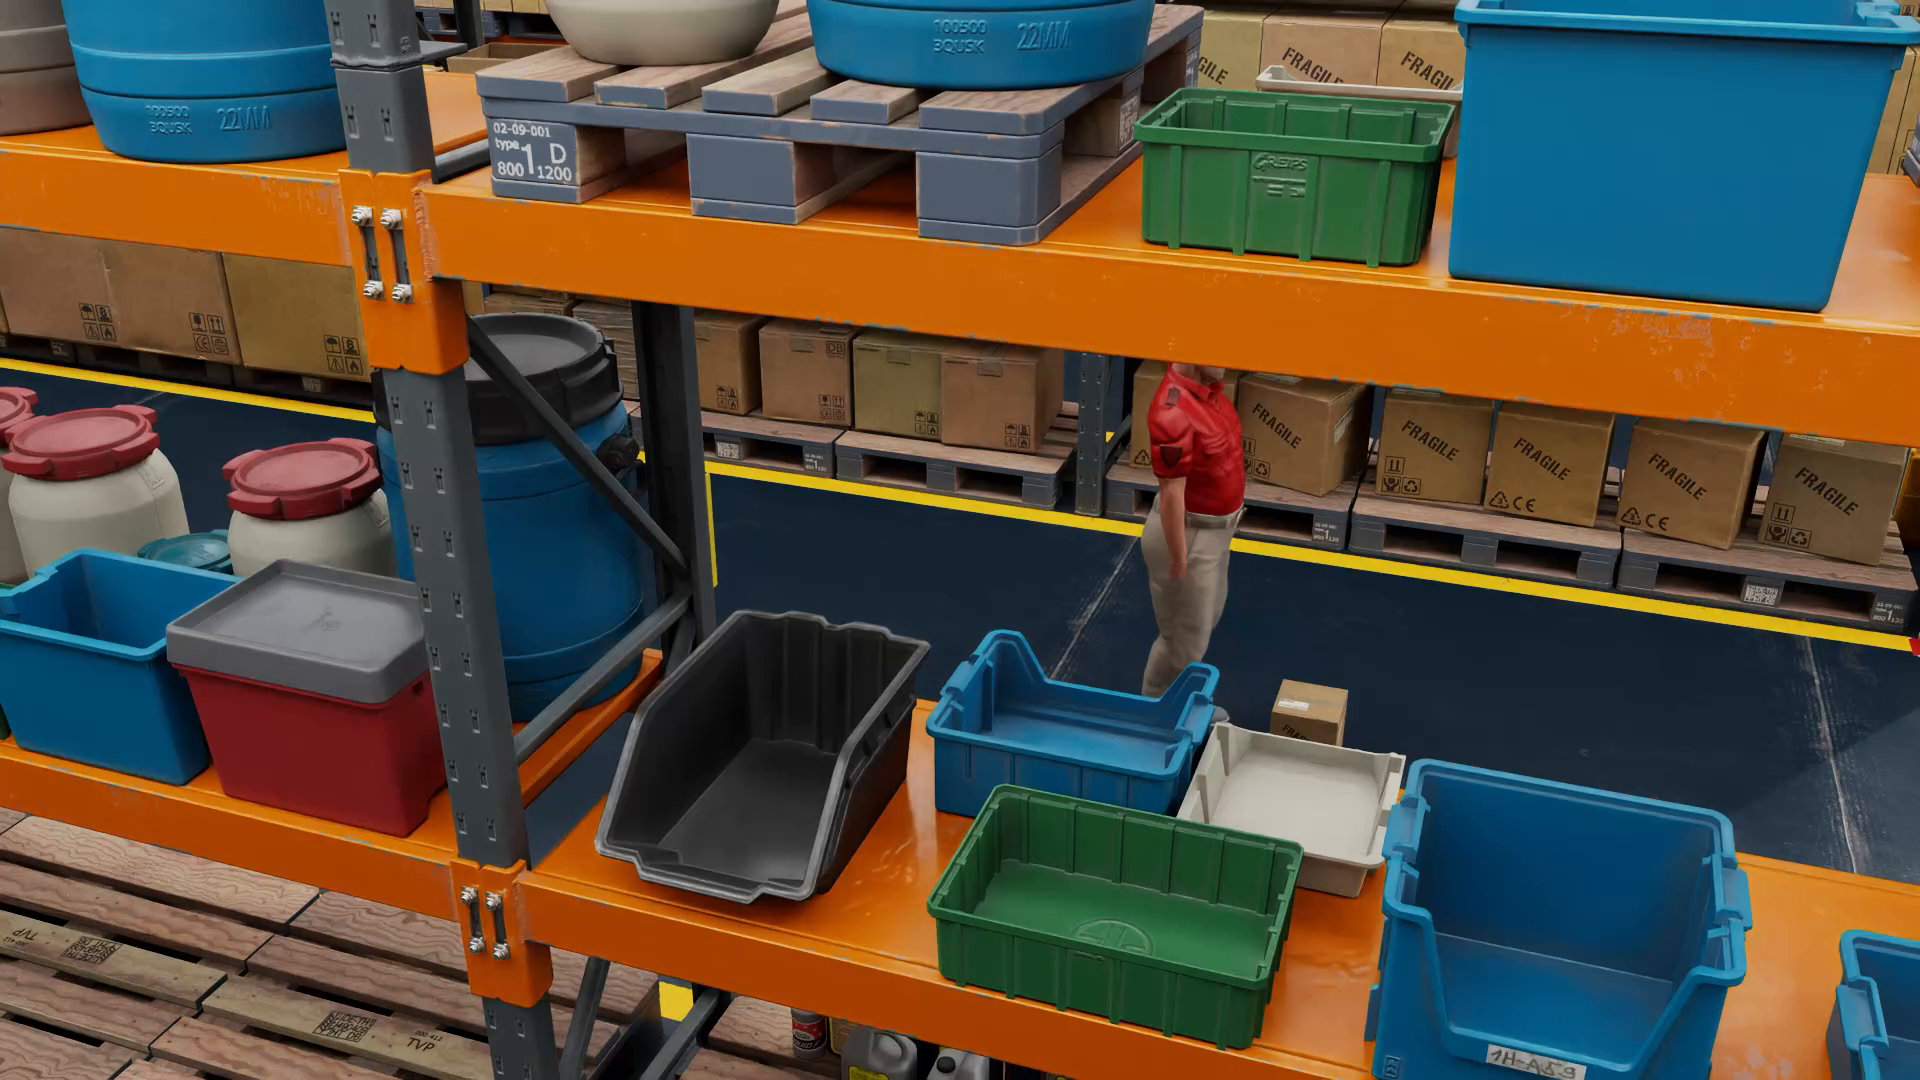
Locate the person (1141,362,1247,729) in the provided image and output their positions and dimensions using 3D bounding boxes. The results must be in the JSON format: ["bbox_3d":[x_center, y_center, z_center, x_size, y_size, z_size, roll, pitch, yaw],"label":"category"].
[{"bbox_3d":[0.876,-0.018,6.181,0.359,1.721,0.529,9,27,19],"label":"person"}]
